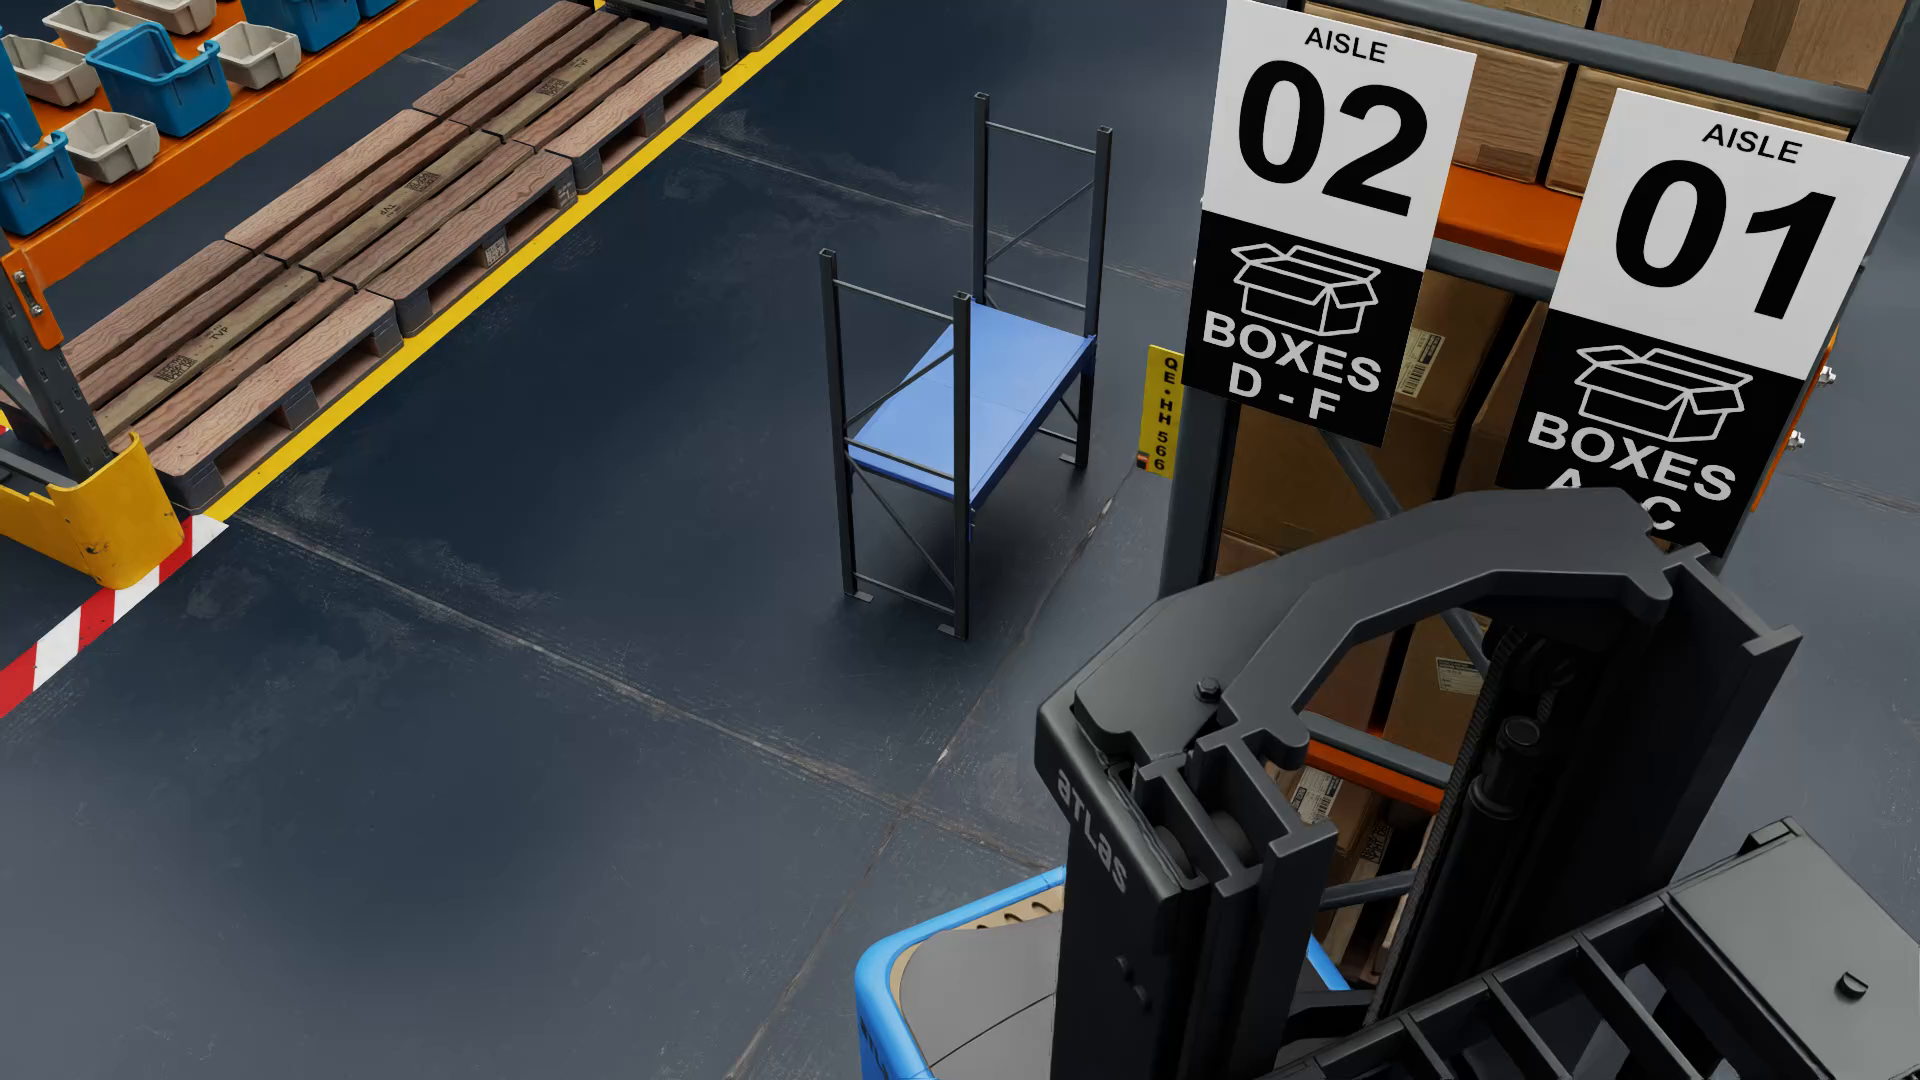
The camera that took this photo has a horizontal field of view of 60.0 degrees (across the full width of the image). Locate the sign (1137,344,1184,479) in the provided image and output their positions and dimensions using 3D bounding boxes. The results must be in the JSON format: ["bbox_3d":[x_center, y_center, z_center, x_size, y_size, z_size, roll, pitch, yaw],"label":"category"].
[{"bbox_3d":[0.415,-0.252,3.353,0.100,0.325,0.005,20,49,19],"label":"sign"}]

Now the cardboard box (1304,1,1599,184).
[{"bbox_3d":[0.902,-0.950,3.076,0.500,0.250,0.500,20,49,19],"label":"cardboard box"}]

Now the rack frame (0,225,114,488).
[{"bbox_3d":[-3.488,-1.175,5.303,1.000,3.000,0.127,20,49,19],"label":"rack frame"}]

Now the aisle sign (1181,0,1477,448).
[{"bbox_3d":[0.594,-0.510,2.817,0.394,0.787,0.004,20,49,19],"label":"aisle sign"}]

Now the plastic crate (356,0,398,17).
[{"bbox_3d":[-2.332,-2.203,6.394,0.416,0.233,0.300,20,49,19],"label":"plastic crate"}]

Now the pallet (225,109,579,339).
[{"bbox_3d":[-2.504,-1.468,7.552,1.003,0.211,1.213,20,49,19],"label":"pallet"}]

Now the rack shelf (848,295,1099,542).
[{"bbox_3d":[0.040,-0.455,5.898,0.538,0.185,1.000,20,49,19],"label":"rack shelf"}]

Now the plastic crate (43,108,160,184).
[{"bbox_3d":[-2.860,-1.325,5.594,0.250,0.136,0.298,20,49,19],"label":"plastic crate"}]

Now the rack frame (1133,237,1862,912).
[{"bbox_3d":[0.897,0.462,3.684,1.000,3.000,0.127,20,49,19],"label":"rack frame"}]

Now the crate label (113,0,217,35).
[{"bbox_3d":[-3.015,-2.039,6.299,0.396,0.136,0.243,20,49,19],"label":"crate label"}]

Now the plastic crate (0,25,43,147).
[{"bbox_3d":[-3.498,-1.481,5.538,0.616,0.435,0.499,20,49,19],"label":"plastic crate"}]

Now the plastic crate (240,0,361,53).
[{"bbox_3d":[-2.471,-2.014,6.207,0.416,0.233,0.300,20,49,19],"label":"plastic crate"}]

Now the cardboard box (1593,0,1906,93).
[{"bbox_3d":[1.366,-0.953,2.728,0.500,0.250,0.500,20,49,19],"label":"cardboard box"}]

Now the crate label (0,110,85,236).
[{"bbox_3d":[-3.082,-1.184,5.387,0.416,0.233,0.303,20,49,19],"label":"crate label"}]

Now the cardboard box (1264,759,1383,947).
[{"bbox_3d":[0.932,0.763,4.835,0.500,0.500,0.500,20,49,19],"label":"cardboard box"}]

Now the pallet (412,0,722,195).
[{"bbox_3d":[-1.938,-2.239,8.314,1.003,0.211,1.213,20,49,19],"label":"pallet"}]

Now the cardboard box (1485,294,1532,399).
[{"bbox_3d":[1.094,-0.614,3.974,0.500,0.500,0.500,22,49,20],"label":"cardboard box"}]

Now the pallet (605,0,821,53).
[{"bbox_3d":[-1.236,-3.187,9.252,1.003,0.211,1.213,20,49,19],"label":"pallet"}]

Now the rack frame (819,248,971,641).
[{"bbox_3d":[-0.196,-0.261,5.453,0.500,1.500,0.032,20,49,19],"label":"rack frame"}]

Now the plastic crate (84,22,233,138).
[{"bbox_3d":[-2.776,-1.599,5.797,0.416,0.233,0.300,20,49,19],"label":"plastic crate"}]

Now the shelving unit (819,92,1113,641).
[{"bbox_3d":[0.040,-0.581,5.770,0.538,1.500,1.048,20,49,19],"label":"shelving unit"}]

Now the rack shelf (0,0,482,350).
[{"bbox_3d":[-2.560,-2.182,6.804,1.077,0.370,4.000,20,49,19],"label":"rack shelf"}]

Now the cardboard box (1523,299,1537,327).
[{"bbox_3d":[1.573,-0.449,3.811,0.500,0.500,0.500,21,49,19],"label":"cardboard box"}]

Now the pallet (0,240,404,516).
[{"bbox_3d":[-3.071,-0.702,6.795,1.003,0.211,1.213,20,49,19],"label":"pallet"}]

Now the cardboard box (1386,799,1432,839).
[{"bbox_3d":[1.633,0.710,5.063,0.500,0.250,0.500,20,49,19],"label":"cardboard box"}]

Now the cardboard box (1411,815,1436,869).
[{"bbox_3d":[1.512,0.996,4.839,0.380,0.166,0.250,20,49,19],"label":"cardboard box"}]

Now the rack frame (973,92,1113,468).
[{"bbox_3d":[0.276,-0.901,6.086,0.500,1.500,0.032,20,49,19],"label":"rack frame"}]

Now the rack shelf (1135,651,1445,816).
[{"bbox_3d":[1.826,-0.545,5.185,1.077,0.370,4.000,20,49,19],"label":"rack shelf"}]

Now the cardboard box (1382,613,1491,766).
[{"bbox_3d":[1.337,0.235,3.839,0.500,0.500,0.500,21,49,20],"label":"cardboard box"}]

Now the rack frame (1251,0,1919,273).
[{"bbox_3d":[0.897,-1.646,1.550,1.000,3.000,0.127,20,49,19],"label":"rack frame"}]

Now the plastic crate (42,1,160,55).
[{"bbox_3d":[-3.123,-1.855,6.118,0.396,0.136,0.243,20,49,19],"label":"plastic crate"}]

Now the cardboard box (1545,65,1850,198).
[{"bbox_3d":[1.361,-0.779,2.907,0.500,0.250,0.500,20,49,19],"label":"cardboard box"}]

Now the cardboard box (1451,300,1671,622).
[{"bbox_3d":[1.337,-0.117,3.483,0.500,0.500,0.500,22,49,20],"label":"cardboard box"}]

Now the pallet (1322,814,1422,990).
[{"bbox_3d":[1.302,0.892,5.220,1.003,0.211,1.213,20,49,19],"label":"pallet"}]

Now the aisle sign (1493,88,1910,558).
[{"bbox_3d":[1.126,-0.311,2.621,0.394,0.787,0.004,20,49,19],"label":"aisle sign"}]

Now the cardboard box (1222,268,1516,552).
[{"bbox_3d":[0.860,-0.295,3.660,0.500,0.500,0.500,20,49,19],"label":"cardboard box"}]

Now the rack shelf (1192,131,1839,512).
[{"bbox_3d":[1.826,-1.599,4.118,1.077,0.370,4.000,20,49,19],"label":"rack shelf"}]

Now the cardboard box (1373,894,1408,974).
[{"bbox_3d":[1.396,1.160,4.690,0.380,0.149,0.250,20,49,19],"label":"cardboard box"}]

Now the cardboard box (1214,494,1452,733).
[{"bbox_3d":[0.864,0.055,4.016,0.500,0.500,0.500,22,49,20],"label":"cardboard box"}]

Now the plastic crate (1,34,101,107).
[{"bbox_3d":[-3.270,-1.677,5.942,0.396,0.136,0.243,20,49,19],"label":"plastic crate"}]

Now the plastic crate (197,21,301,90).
[{"bbox_3d":[-2.545,-1.753,6.016,0.250,0.136,0.298,20,49,19],"label":"plastic crate"}]

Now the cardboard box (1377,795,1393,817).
[{"bbox_3d":[1.199,0.654,5.177,0.380,0.166,0.250,20,49,19],"label":"cardboard box"}]

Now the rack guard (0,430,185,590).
[{"bbox_3d":[-3.488,-0.277,6.173,1.175,0.500,0.348,20,49,19],"label":"rack guard"}]

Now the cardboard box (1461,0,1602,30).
[{"bbox_3d":[0.910,-1.123,2.896,0.500,0.250,0.500,20,49,19],"label":"cardboard box"}]

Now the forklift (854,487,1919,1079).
[{"bbox_3d":[0.824,1.472,2.734,1.130,2.935,3.031,-18,48,-17],"label":"forklift"}]

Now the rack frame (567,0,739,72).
[{"bbox_3d":[-1.631,-3.695,7.793,1.000,3.000,0.127,20,49,19],"label":"rack frame"}]
